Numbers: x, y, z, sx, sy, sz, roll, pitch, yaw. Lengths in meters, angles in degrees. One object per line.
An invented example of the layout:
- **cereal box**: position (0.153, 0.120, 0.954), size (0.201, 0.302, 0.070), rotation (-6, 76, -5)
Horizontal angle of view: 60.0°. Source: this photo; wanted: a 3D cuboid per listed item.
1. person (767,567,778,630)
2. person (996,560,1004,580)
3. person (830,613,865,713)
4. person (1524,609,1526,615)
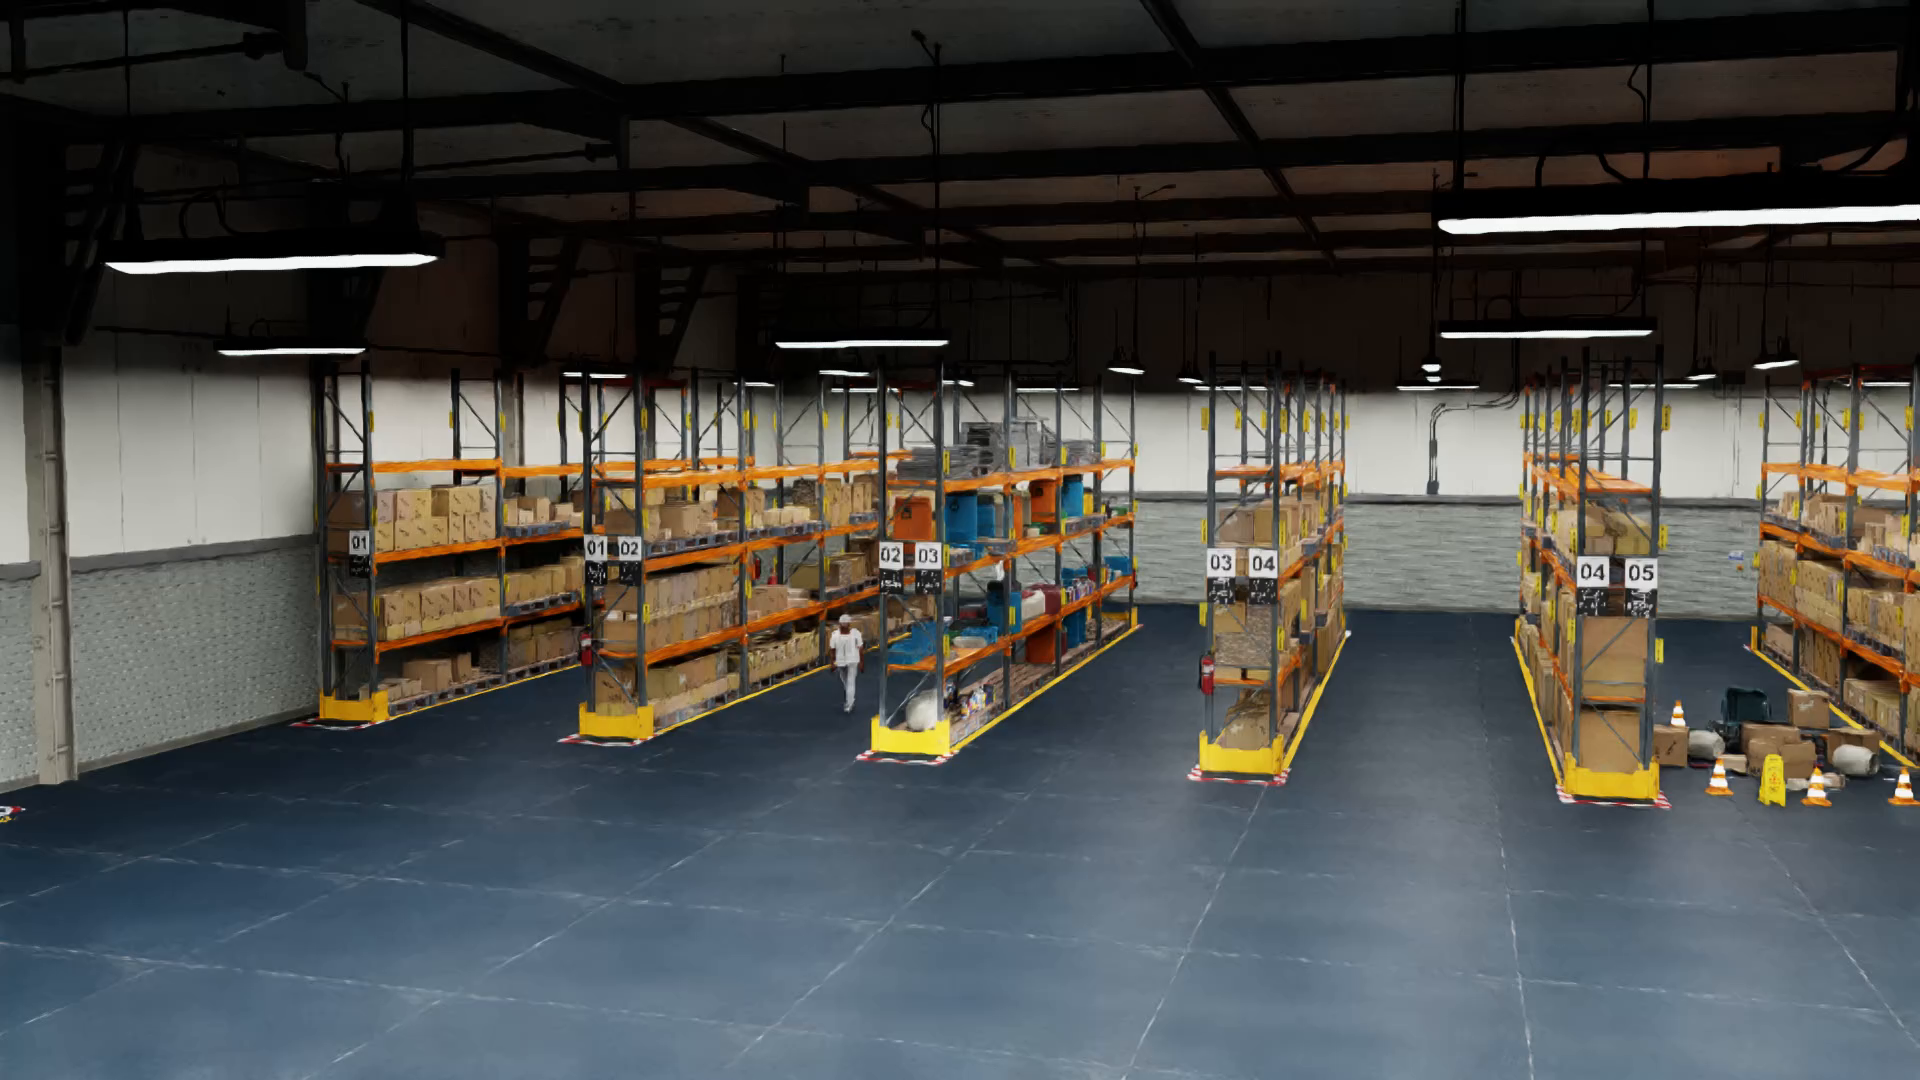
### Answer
- **person**: position (-4.118, 1.460, 37.327), size (0.450, 1.737, 0.595), rotation (-1, 4, -15)
- **person**: position (1.187, 1.000, 44.143), size (0.659, 1.672, 0.517), rotation (-4, 5, -41)
- **person**: position (-1.973, 2.098, 28.631), size (0.582, 1.683, 1.113), rotation (1, 4, 14)
- **person**: position (13.491, 1.414, 39.283), size (0.548, 1.567, 0.461), rotation (-1, 4, -13)
